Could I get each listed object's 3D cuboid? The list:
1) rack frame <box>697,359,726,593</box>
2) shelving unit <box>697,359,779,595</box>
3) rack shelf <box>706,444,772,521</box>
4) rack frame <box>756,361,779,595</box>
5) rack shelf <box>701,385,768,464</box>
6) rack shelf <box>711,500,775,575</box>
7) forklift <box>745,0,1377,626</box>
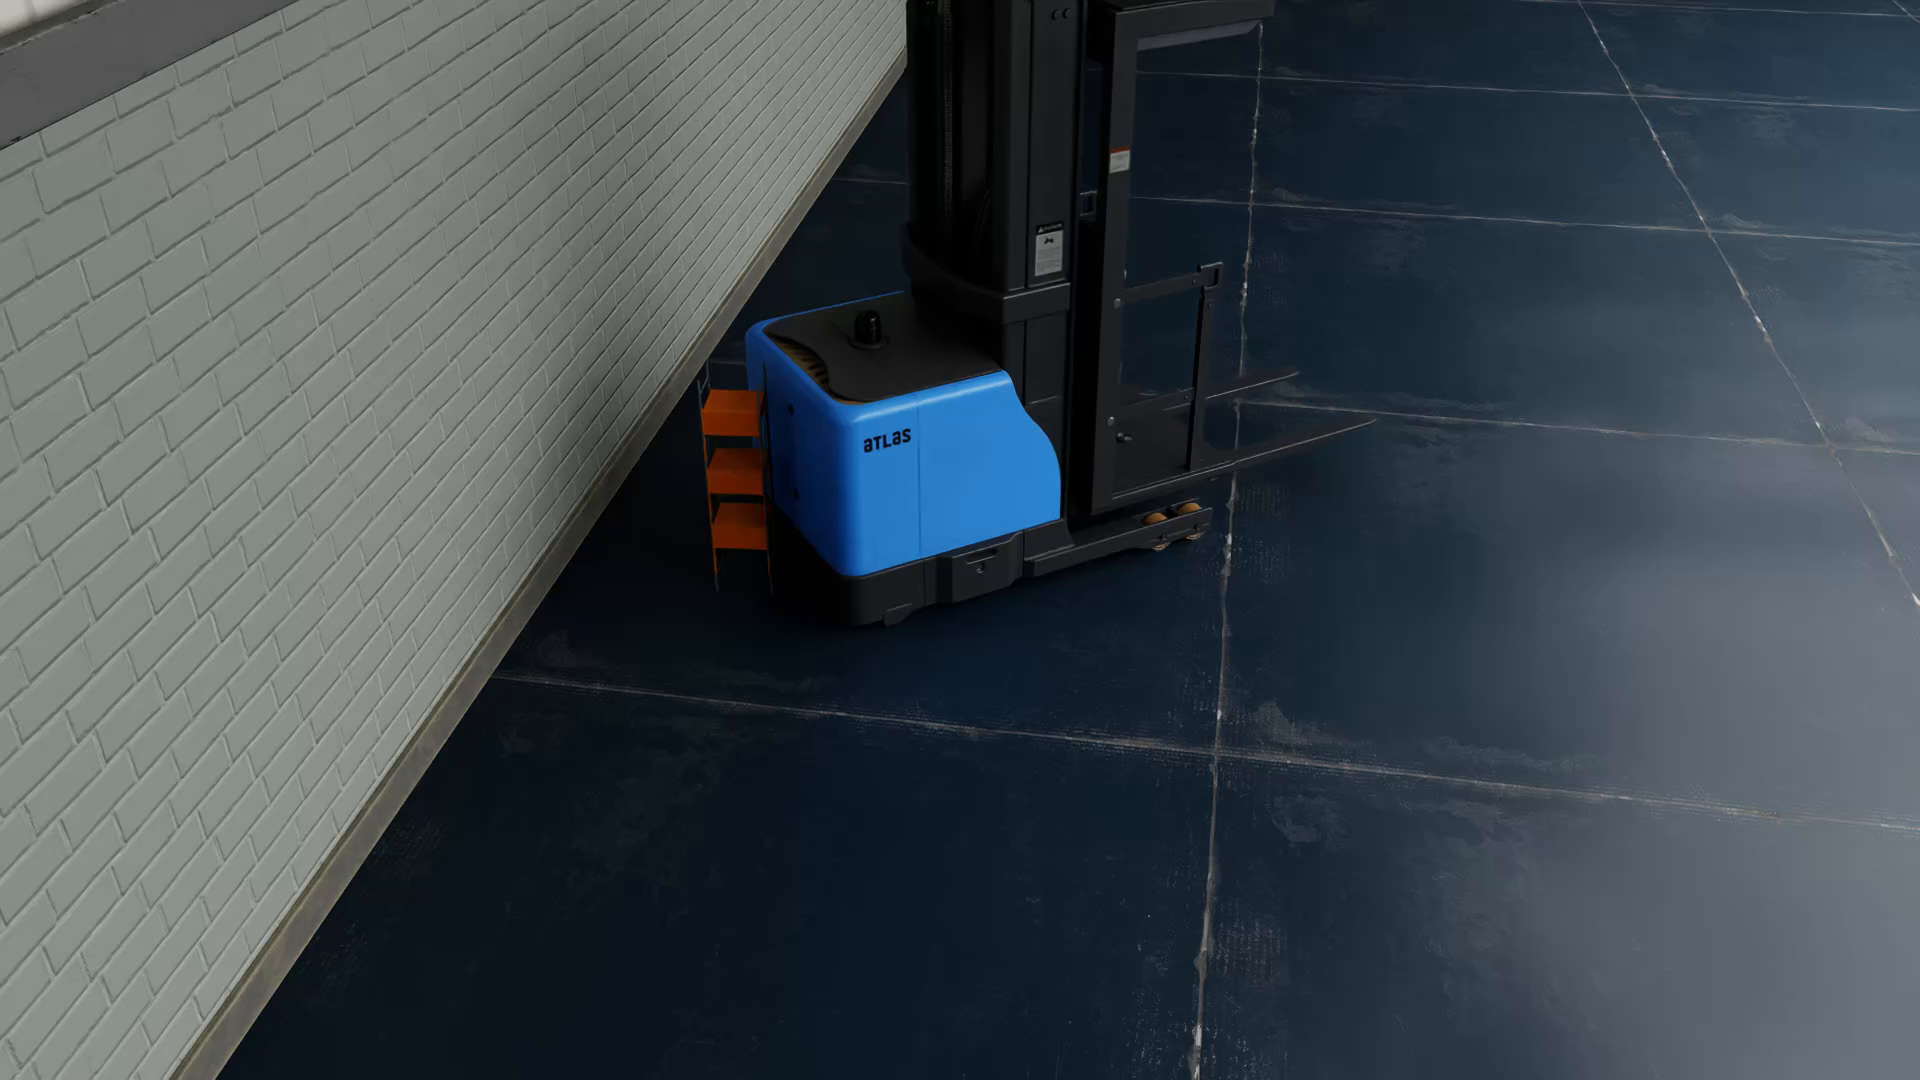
[{"bbox_3d":[-1.070,-0.262,7.174,0.008,1.050,0.200,2,33,3],"label":"rack frame"},{"bbox_3d":[-0.948,-0.257,7.168,0.252,1.050,0.215,2,33,3],"label":"shelving unit"},{"bbox_3d":[-0.949,-0.249,7.174,0.240,0.259,0.215,2,33,3],"label":"rack shelf"},{"bbox_3d":[-0.827,-0.253,7.162,0.008,1.050,0.200,2,33,3],"label":"rack frame"},{"bbox_3d":[-0.947,-0.487,7.021,0.240,0.259,0.215,2,33,3],"label":"rack shelf"},{"bbox_3d":[-0.950,-0.015,7.324,0.240,0.259,0.215,2,33,3],"label":"rack shelf"},{"bbox_3d":[0.592,-1.426,7.265,3.031,2.935,1.130,-16,35,-24],"label":"forklift"}]
